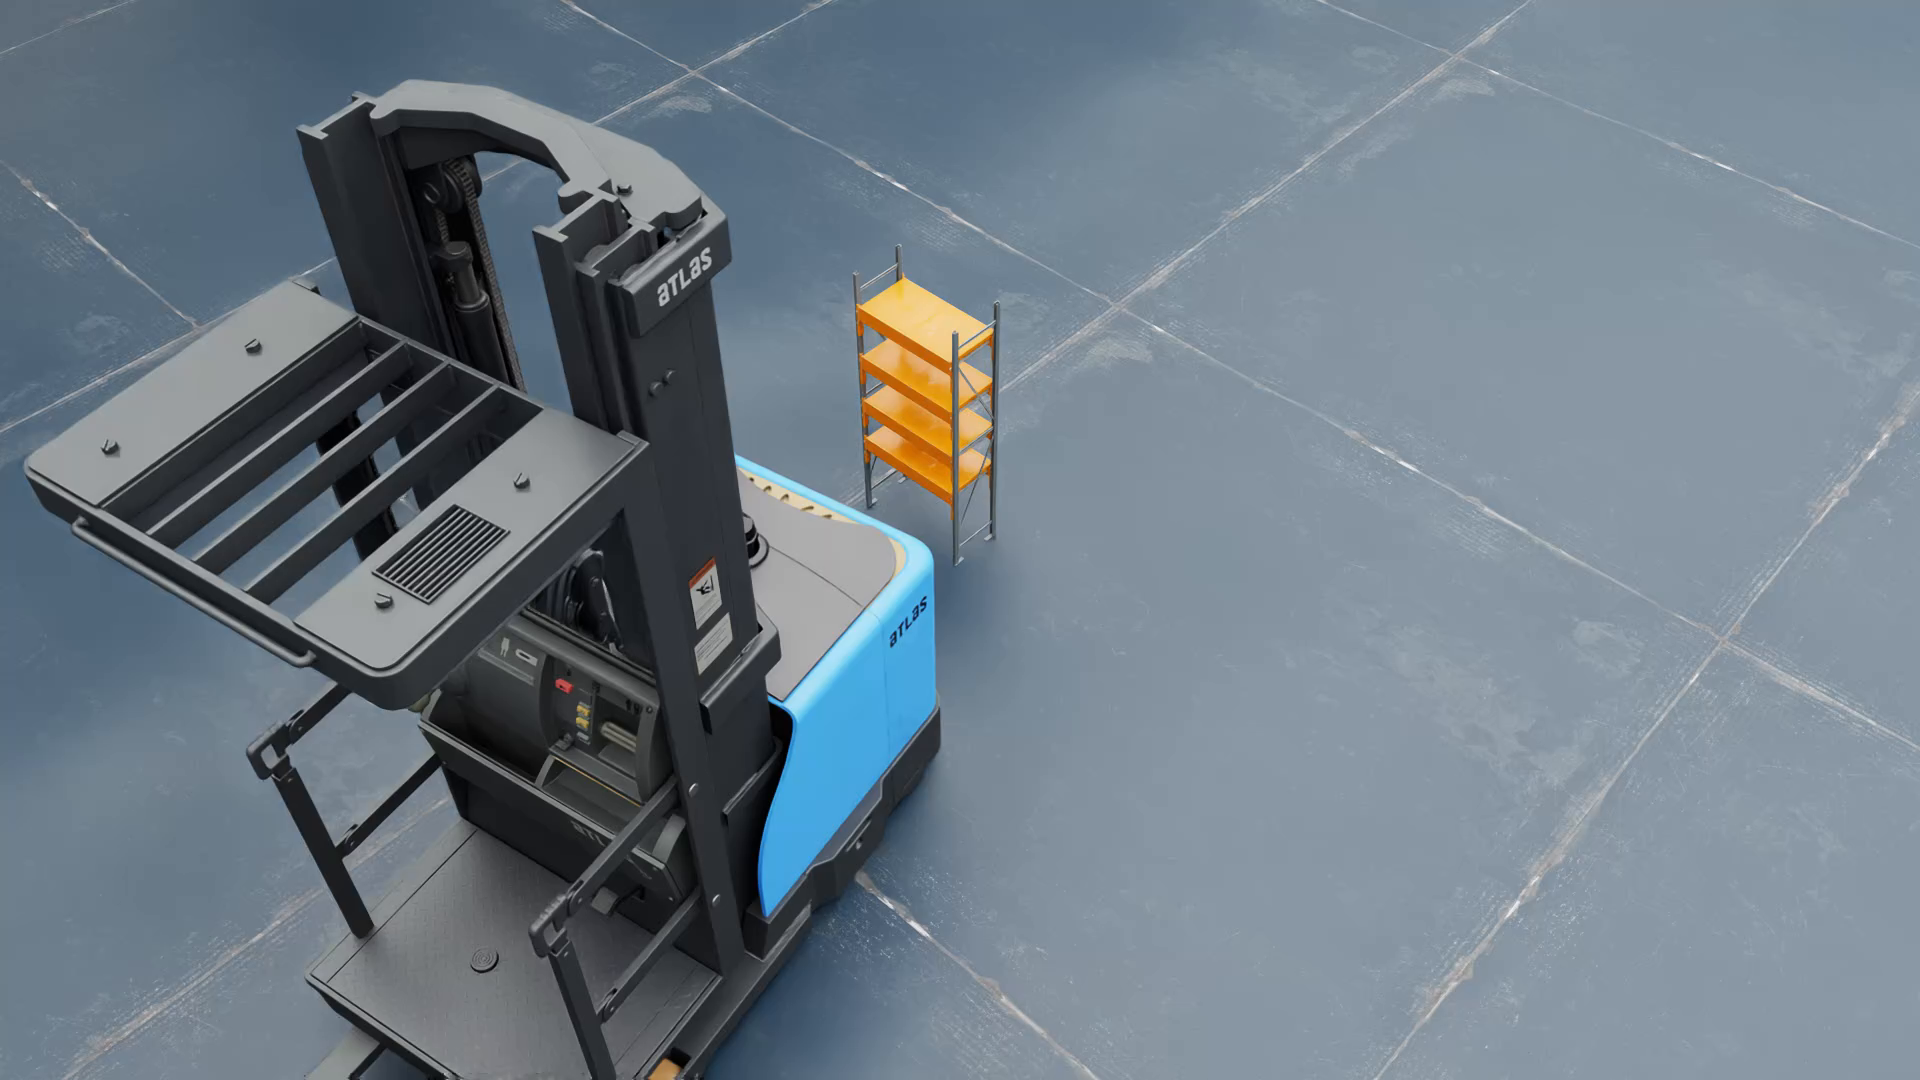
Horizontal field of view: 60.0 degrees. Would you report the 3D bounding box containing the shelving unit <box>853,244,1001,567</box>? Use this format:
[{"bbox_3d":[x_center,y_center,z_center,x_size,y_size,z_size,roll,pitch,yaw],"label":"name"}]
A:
[{"bbox_3d":[-0.122,-0.493,6.389,0.503,1.200,0.258,34,55,28],"label":"shelving unit"}]

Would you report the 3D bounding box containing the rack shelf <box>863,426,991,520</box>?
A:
[{"bbox_3d":[-0.122,-0.311,6.583,0.480,0.148,0.258,34,55,28],"label":"rack shelf"}]

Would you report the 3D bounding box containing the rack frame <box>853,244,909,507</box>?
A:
[{"bbox_3d":[-0.301,-0.613,6.503,0.015,1.200,0.240,34,55,28],"label":"rack frame"}]

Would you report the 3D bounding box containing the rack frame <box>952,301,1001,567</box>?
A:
[{"bbox_3d":[0.058,-0.372,6.276,0.015,1.200,0.240,34,55,28],"label":"rack frame"}]

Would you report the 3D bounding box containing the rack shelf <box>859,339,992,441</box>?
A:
[{"bbox_3d":[-0.122,-0.600,6.275,0.480,0.148,0.258,34,55,28],"label":"rack shelf"}]

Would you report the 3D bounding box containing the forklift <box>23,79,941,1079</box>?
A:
[{"bbox_3d":[-1.280,0.474,4.294,1.130,2.935,3.031,25,52,21],"label":"forklift"}]

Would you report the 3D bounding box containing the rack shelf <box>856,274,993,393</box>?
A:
[{"bbox_3d":[-0.122,-0.762,6.103,0.480,0.148,0.258,34,55,28],"label":"rack shelf"}]

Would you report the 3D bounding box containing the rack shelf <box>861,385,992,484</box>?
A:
[{"bbox_3d":[-0.122,-0.446,6.438,0.480,0.148,0.258,34,55,28],"label":"rack shelf"}]
